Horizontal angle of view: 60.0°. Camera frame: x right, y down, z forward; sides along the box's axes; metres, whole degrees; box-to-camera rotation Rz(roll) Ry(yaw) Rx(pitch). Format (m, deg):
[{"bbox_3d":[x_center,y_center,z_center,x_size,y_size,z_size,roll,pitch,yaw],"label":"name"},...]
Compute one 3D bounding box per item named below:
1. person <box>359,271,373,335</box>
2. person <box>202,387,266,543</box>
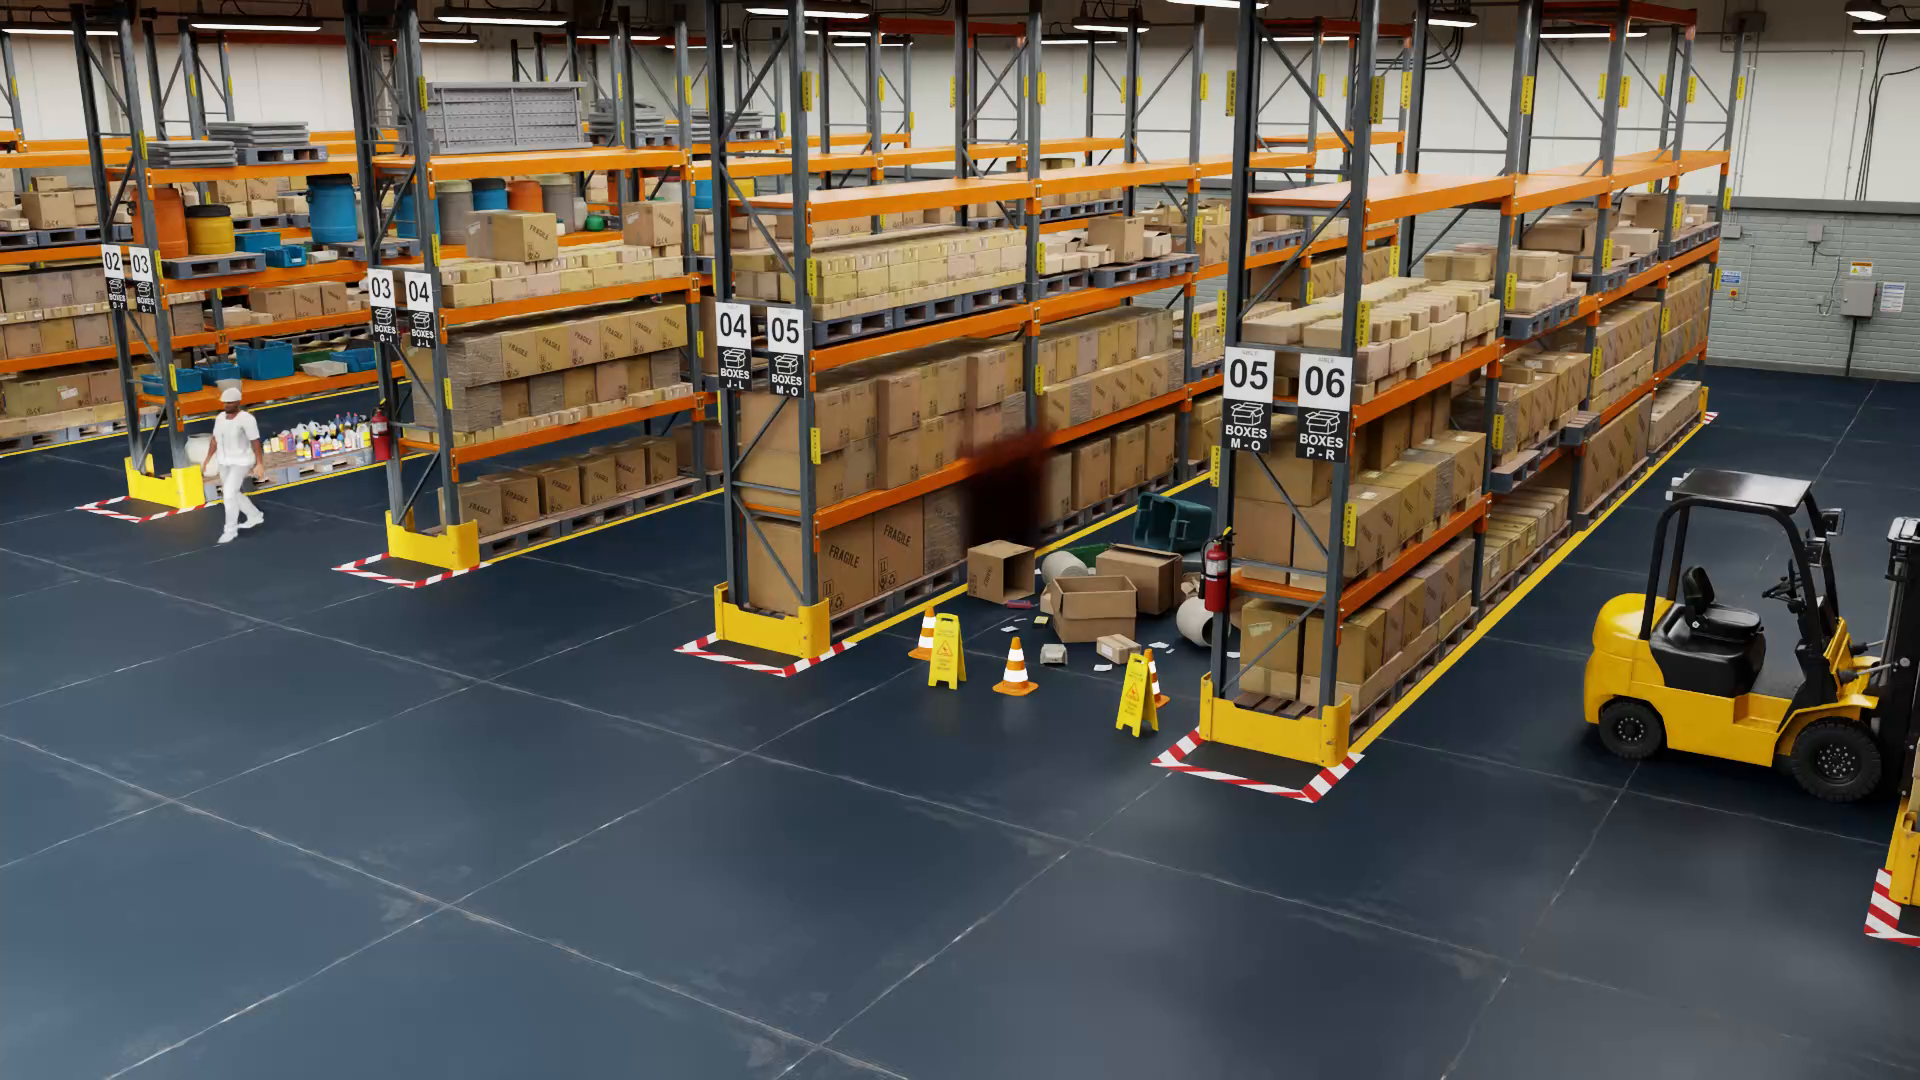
[{"bbox_3d":[-11.148,-4.302,31.373,0.527,1.787,0.591,-10,19,-33],"label":"person"},{"bbox_3d":[-8.379,-0.875,19.201,0.663,1.784,0.698,7,17,24],"label":"person"}]
